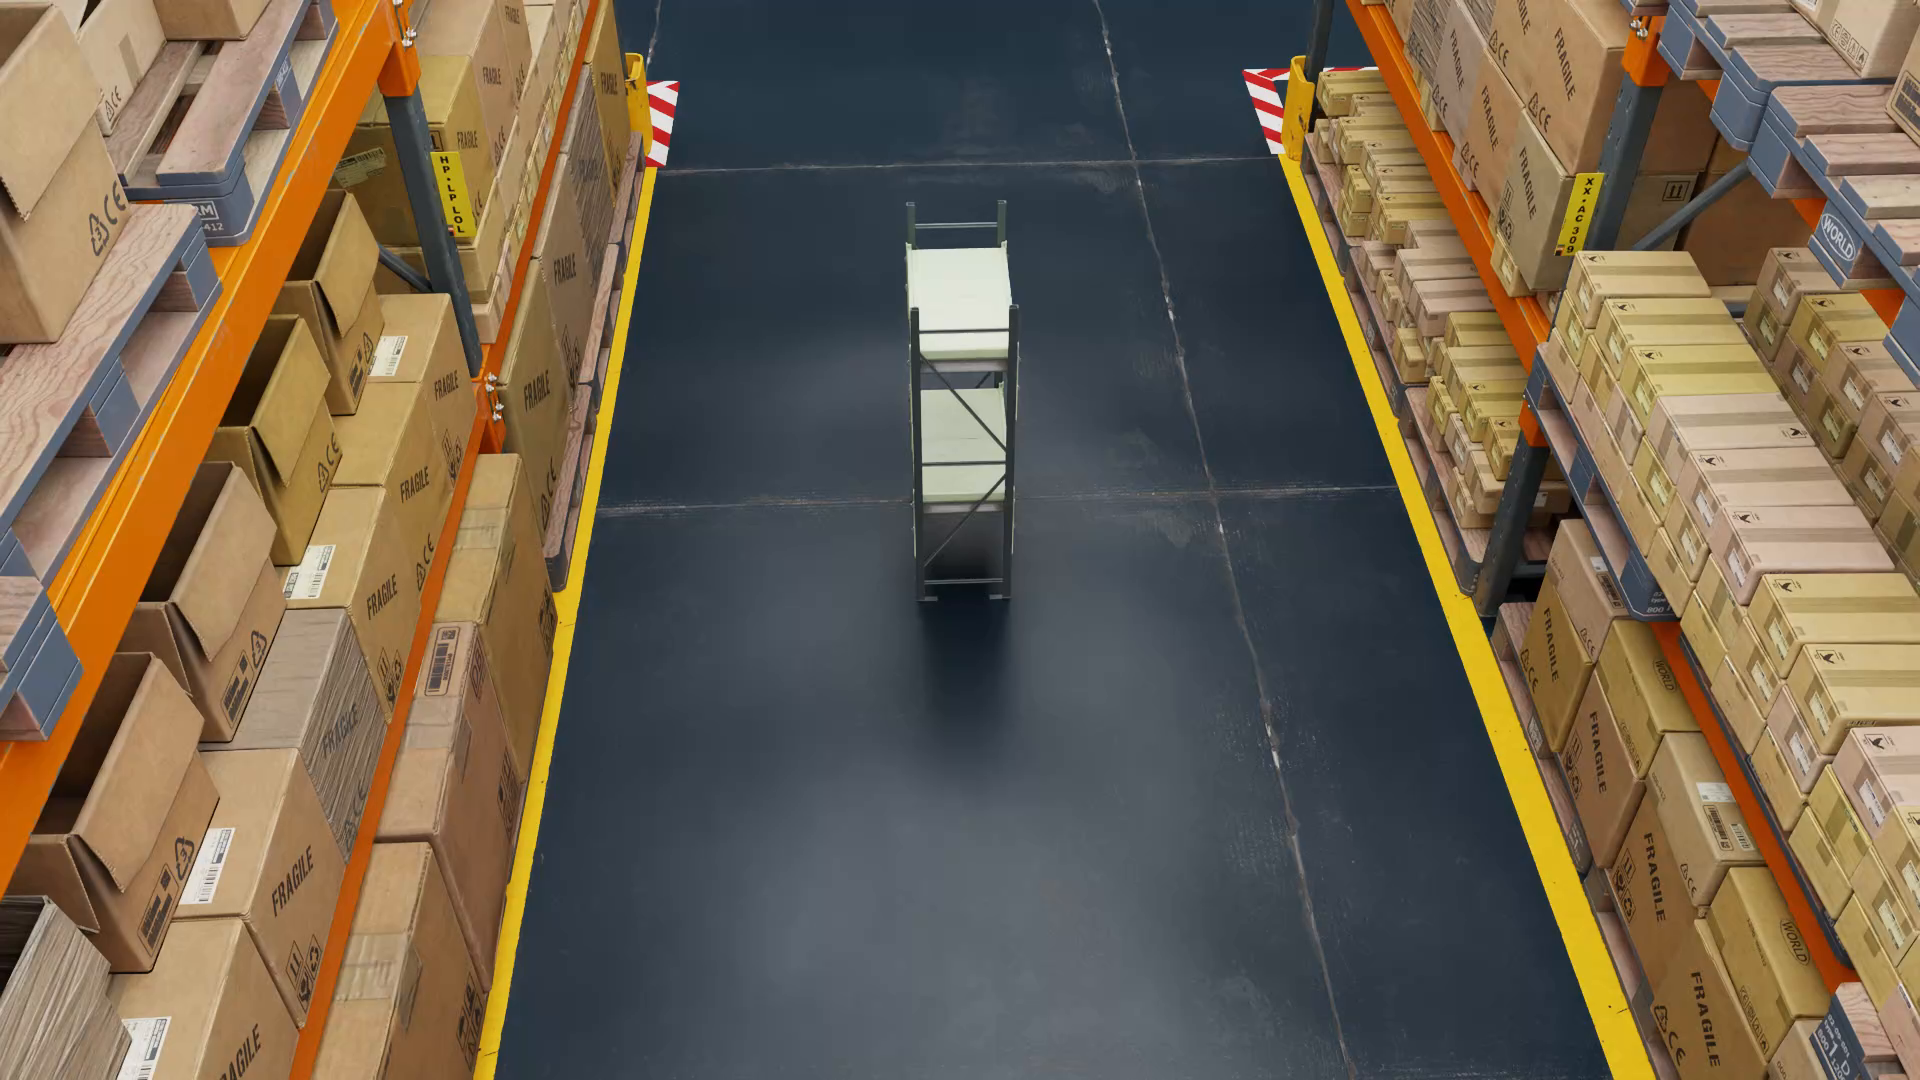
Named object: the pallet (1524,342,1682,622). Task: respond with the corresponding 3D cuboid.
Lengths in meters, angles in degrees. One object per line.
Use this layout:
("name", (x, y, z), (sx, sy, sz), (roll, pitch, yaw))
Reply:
("pallet", (2.580, -0.238, 5.581), (1.003, 0.211, 1.213), (-2, 43, -2))

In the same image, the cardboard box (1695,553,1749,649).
("cardboard box", (2.310, 0.164, 4.656), (0.380, 0.149, 0.250), (-2, 43, -3))

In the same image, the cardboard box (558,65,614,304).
("cardboard box", (-2.291, -1.782, 8.386), (0.875, 0.875, 0.875), (-2, 43, -2))

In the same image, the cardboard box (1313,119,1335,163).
("cardboard box", (2.225, -2.270, 9.455), (0.380, 0.149, 0.250), (-1, 43, -1))

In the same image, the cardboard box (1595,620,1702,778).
("cardboard box", (2.485, 0.527, 5.589), (0.500, 0.250, 0.500), (-1, 43, -1))

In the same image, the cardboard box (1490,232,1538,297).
("cardboard box", (2.327, -1.093, 6.558), (0.380, 0.149, 0.250), (-3, 43, -3))

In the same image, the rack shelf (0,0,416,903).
("rack shelf", (-2.182, -0.245, 3.760), (1.077, 0.370, 4.000), (-2, 43, -2))

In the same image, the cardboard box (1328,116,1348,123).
("cardboard box", (2.288, -2.382, 9.357), (0.380, 0.149, 0.250), (0, 43, 0))

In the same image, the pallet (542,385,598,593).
("pallet", (-2.221, -0.242, 7.508), (1.003, 0.211, 1.213), (-2, 43, -2))

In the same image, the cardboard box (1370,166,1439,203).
("cardboard box", (2.316, -1.780, 8.480), (0.380, 0.149, 0.250), (0, 43, 0))

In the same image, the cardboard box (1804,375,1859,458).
("cardboard box", (2.927, -0.392, 5.263), (0.380, 0.149, 0.250), (0, 43, 0))

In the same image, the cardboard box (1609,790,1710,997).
("cardboard box", (2.519, 1.155, 5.459), (0.500, 0.500, 0.500), (-1, 43, -1))

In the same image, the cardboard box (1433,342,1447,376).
("cardboard box", (2.396, -0.781, 7.610), (0.380, 0.149, 0.250), (-1, 43, -1))

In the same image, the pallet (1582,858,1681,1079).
("pallet", (2.782, 1.550, 5.552), (1.003, 0.211, 1.213), (-2, 43, -2))

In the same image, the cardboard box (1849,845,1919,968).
("cardboard box", (2.349, 0.853, 3.904), (0.380, 0.149, 0.250), (-2, 43, -2))

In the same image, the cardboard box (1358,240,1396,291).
("cardboard box", (2.266, -1.412, 8.520), (0.380, 0.149, 0.250), (-4, 43, -4))

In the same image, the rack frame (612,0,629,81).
("rack frame", (-2.437, -3.455, 8.949), (1.000, 3.000, 0.127), (-2, 43, -2))

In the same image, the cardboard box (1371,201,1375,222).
("cardboard box", (2.351, -1.680, 8.591), (0.380, 0.149, 0.250), (-4, 43, -4))

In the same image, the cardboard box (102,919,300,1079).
("cardboard box", (-1.870, 1.225, 3.770), (0.500, 0.500, 0.500), (-3, 43, -3))

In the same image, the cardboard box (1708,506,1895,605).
("cardboard box", (2.306, 0.042, 4.569), (0.380, 0.149, 0.250), (0, 43, 0))

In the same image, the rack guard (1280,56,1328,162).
("rack guard", (2.526, -2.556, 9.819), (1.175, 0.500, 0.348), (-2, 43, -2))

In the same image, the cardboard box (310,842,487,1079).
("cardboard box", (-2.136, 1.506, 4.799), (1.225, 0.875, 0.875), (-2, 43, -2))

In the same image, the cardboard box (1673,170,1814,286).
("cardboard box", (2.923, -1.317, 6.322), (0.500, 0.500, 0.500), (-2, 43, -3))

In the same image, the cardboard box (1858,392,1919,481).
("cardboard box", (2.937, -0.312, 4.955), (0.380, 0.149, 0.250), (-2, 43, -2))

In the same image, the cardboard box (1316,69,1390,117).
("cardboard box", (2.205, -2.489, 9.254), (0.380, 0.149, 0.250), (-3, 43, -4))

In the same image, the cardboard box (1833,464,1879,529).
("cardboard box", (2.938, -0.116, 5.181), (0.380, 0.149, 0.250), (-4, 43, -4))

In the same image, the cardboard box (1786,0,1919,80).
("cardboard box", (2.520, -1.456, 4.304), (0.500, 0.311, 0.500), (-2, 43, -2))

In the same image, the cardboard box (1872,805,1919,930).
("cardboard box", (2.349, 0.746, 3.801), (0.380, 0.149, 0.250), (0, 43, -1))

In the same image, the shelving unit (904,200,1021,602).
("shelving unit", (0.000, -0.548, 6.888), (0.431, 1.500, 0.755), (-2, 43, -2))

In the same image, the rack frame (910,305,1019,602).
("rack frame", (0.016, -0.301, 6.618), (0.400, 1.500, 0.023), (-2, 43, -2))

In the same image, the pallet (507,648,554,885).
("pallet", (-2.159, 0.792, 6.379), (1.003, 0.211, 1.213), (-2, 43, -2))

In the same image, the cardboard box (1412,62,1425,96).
("cardboard box", (2.326, -2.157, 7.719), (0.380, 0.149, 0.250), (0, 43, 0))

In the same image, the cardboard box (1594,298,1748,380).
("cardboard box", (2.268, -0.643, 5.316), (0.380, 0.149, 0.250), (-1, 43, -1))

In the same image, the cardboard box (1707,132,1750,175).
("cardboard box", (2.917, -1.655, 5.952), (0.500, 0.500, 0.500), (-1, 43, -1))

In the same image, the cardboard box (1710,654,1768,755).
("cardboard box", (2.318, 0.440, 4.575), (0.380, 0.149, 0.250), (-3, 43, -4))

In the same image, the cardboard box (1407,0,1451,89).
("cardboard box", (2.350, -2.329, 7.427), (0.500, 0.500, 0.500), (-3, 43, -3))

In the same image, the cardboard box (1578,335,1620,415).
("cardboard box", (2.263, -0.547, 5.431), (0.380, 0.149, 0.250), (-2, 43, -3))

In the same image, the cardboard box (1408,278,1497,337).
("cardboard box", (2.312, -1.081, 7.718), (0.380, 0.149, 0.250), (-4, 43, -4))

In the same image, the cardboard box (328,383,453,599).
("cardboard box", (-1.961, -0.149, 5.269), (0.500, 0.500, 0.500), (0, 43, 0))

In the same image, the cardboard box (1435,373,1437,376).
("cardboard box", (2.442, -0.723, 7.768), (0.380, 0.149, 0.250), (-3, 43, -3))

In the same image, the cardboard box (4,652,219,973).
("cardboard box", (-2.137, 0.605, 3.703), (0.797, 0.503, 0.637), (-1, 43, -1))

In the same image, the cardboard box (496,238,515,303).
("cardboard box", (-1.959, -1.049, 6.510), (0.380, 0.149, 0.250), (-3, 43, -3))

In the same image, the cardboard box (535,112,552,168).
("cardboard box", (-2.003, -1.746, 7.271), (0.380, 0.149, 0.250), (-1, 43, -1))

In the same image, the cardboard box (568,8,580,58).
("cardboard box", (-2.048, -2.442, 8.030), (0.380, 0.149, 0.250), (-3, 43, -3))

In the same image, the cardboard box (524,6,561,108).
("cardboard box", (-2.082, -2.152, 7.419), (0.500, 0.250, 0.500), (-2, 43, -2))

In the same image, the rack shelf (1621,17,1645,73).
("rack shelf", (2.607, -3.019, 6.786), (1.077, 0.370, 4.000), (-2, 43, -2))

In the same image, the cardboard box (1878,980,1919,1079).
("cardboard box", (2.362, 1.148, 3.802), (0.380, 0.149, 0.250), (-1, 43, -1))

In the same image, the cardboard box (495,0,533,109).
("cardboard box", (-2.072, -2.100, 6.807), (0.500, 0.500, 0.500), (-3, 43, -3))

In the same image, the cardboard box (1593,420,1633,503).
("cardboard box", (2.274, -0.256, 5.334), (0.380, 0.149, 0.250), (-1, 43, -1))

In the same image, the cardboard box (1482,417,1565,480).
("cardboard box", (2.417, -0.385, 6.958), (0.380, 0.149, 0.250), (-1, 43, -1))
